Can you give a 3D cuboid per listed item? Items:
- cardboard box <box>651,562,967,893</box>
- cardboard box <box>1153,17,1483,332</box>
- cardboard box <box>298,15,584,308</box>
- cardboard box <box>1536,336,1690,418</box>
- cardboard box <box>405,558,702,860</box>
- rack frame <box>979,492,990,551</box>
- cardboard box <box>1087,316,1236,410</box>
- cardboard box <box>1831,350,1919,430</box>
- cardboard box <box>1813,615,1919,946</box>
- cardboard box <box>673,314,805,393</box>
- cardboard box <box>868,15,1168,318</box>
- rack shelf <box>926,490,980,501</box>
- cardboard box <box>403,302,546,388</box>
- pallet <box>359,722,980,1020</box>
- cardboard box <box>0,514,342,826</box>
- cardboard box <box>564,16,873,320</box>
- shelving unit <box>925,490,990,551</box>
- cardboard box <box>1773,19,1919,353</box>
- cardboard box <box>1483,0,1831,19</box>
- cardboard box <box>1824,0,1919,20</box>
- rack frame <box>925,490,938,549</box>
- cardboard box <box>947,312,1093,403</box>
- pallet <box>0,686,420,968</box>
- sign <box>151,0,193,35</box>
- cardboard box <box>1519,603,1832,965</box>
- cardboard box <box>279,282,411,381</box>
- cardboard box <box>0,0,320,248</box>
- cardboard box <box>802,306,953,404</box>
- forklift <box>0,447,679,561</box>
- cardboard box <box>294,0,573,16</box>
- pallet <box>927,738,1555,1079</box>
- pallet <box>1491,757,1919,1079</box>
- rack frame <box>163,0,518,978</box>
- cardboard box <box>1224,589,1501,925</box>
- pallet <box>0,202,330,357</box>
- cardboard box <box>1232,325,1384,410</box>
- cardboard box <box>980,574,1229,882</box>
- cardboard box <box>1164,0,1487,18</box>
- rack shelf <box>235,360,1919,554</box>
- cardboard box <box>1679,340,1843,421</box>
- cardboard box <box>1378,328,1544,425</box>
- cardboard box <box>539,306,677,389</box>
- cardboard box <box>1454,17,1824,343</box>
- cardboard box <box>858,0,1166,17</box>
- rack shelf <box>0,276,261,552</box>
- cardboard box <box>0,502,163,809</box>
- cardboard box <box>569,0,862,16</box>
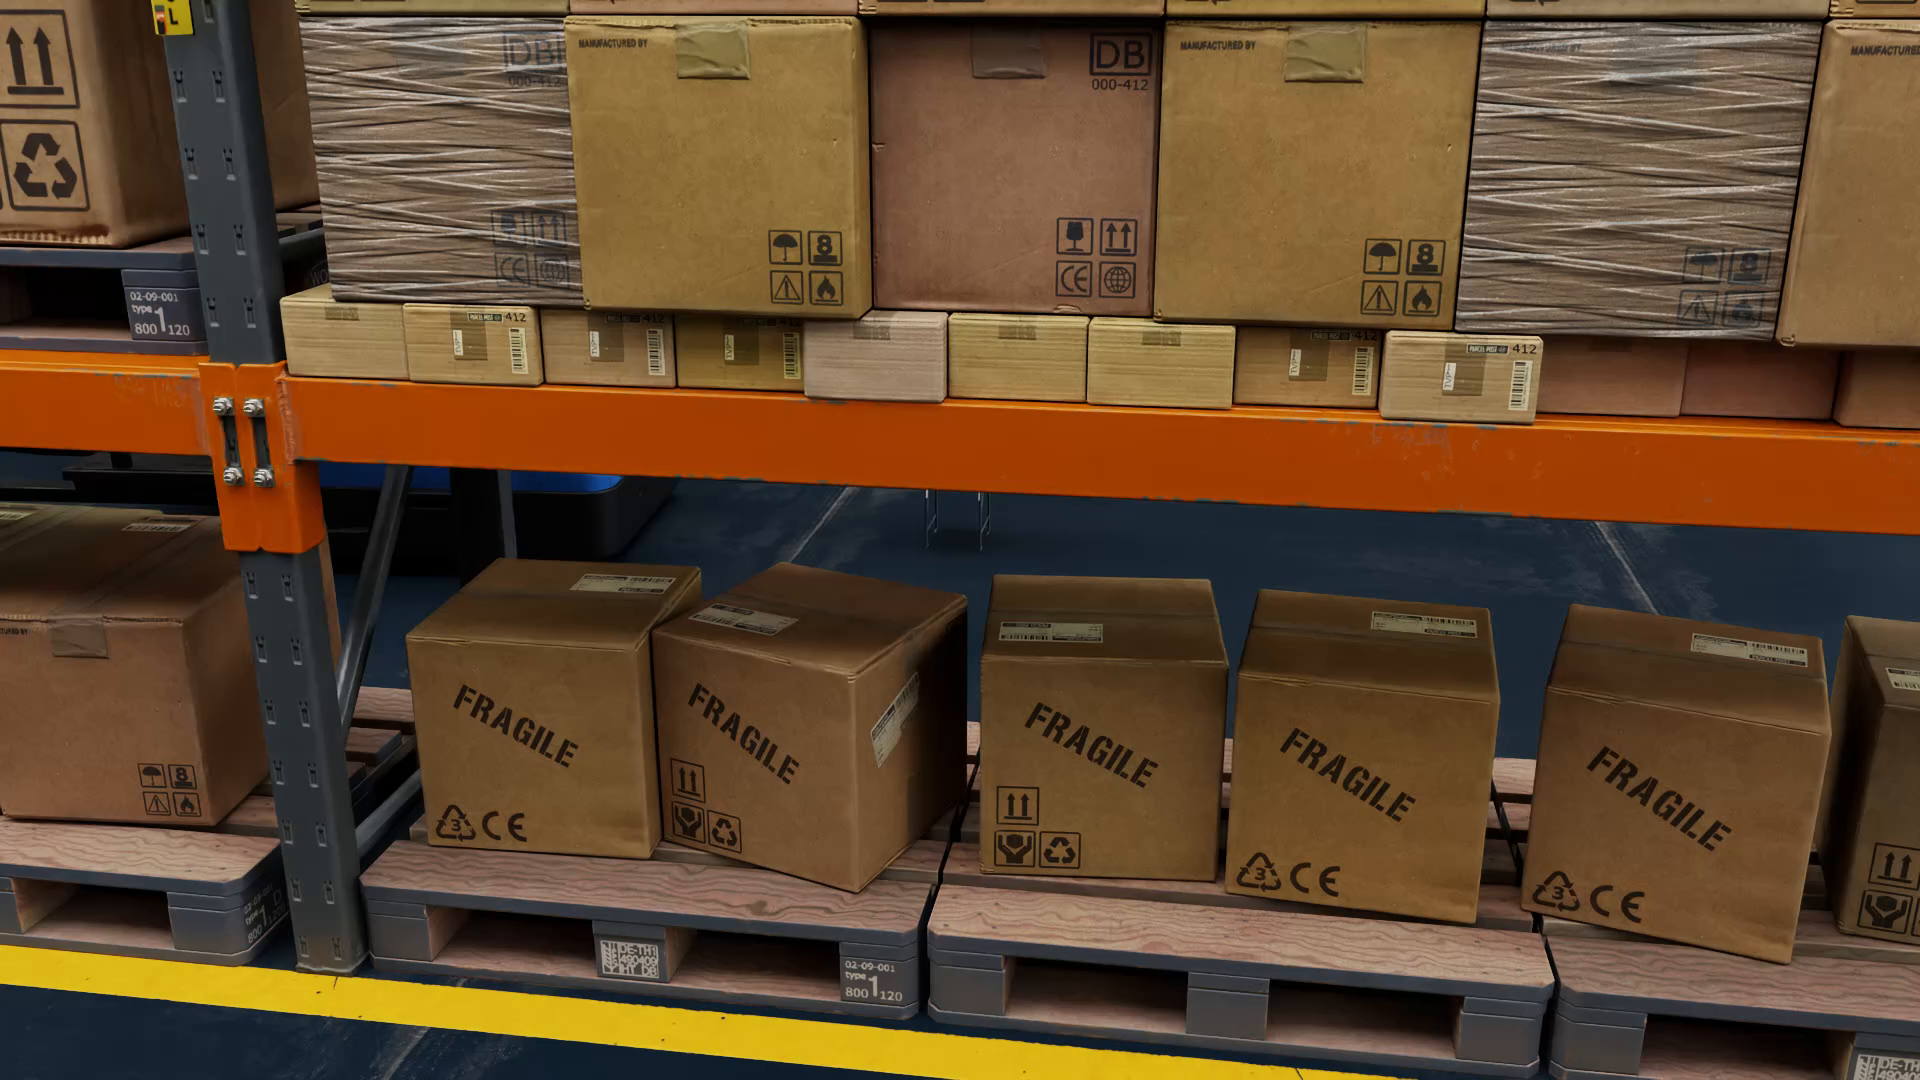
[{"bbox_3d":[-0.318,0.392,3.682,0.500,0.500,0.500,9,21,26],"label":"cardboard box"},{"bbox_3d":[0.646,-0.732,3.137,0.500,0.500,0.875,3,19,9],"label":"cardboard box"},{"bbox_3d":[-0.839,-0.800,3.340,0.500,0.500,0.875,3,19,9],"label":"cardboard box"},{"bbox_3d":[1.125,-0.340,2.989,0.250,0.149,0.380,3,19,9],"label":"cardboard box"},{"bbox_3d":[-0.884,0.366,3.761,0.500,0.500,0.500,2,19,7],"label":"cardboard box"},{"bbox_3d":[0.092,-0.422,6.146,0.006,0.900,0.240,3,19,9],"label":"rack frame"},{"bbox_3d":[0.375,-0.358,3.041,0.250,0.149,0.380,3,19,9],"label":"cardboard box"},{"bbox_3d":[1.616,-0.309,2.896,0.250,0.149,0.380,3,19,9],"label":"cardboard box"},{"bbox_3d":[2.062,0.498,3.366,0.500,0.500,0.500,7,20,19],"label":"cardboard box"},{"bbox_3d":[-0.364,-0.399,3.164,0.250,0.149,0.380,3,19,9],"label":"cardboard box"},{"bbox_3d":[0.159,-0.770,3.251,0.500,0.500,0.875,3,19,9],"label":"cardboard box"},{"bbox_3d":[-0.008,-0.225,6.229,0.200,0.077,0.258,3,19,9],"label":"rack shelf"},{"bbox_3d":[-0.864,-0.412,3.204,0.250,0.149,0.380,3,19,9],"label":"cardboard box"},{"bbox_3d":[-0.604,0.692,3.903,1.213,0.211,1.003,3,19,9],"label":"pallet"},{"bbox_3d":[-1.876,0.286,3.968,0.500,0.500,0.700,1,19,4],"label":"cardboard box"},{"bbox_3d":[-0.351,-0.764,3.231,0.500,0.500,0.875,3,19,9],"label":"cardboard box"},{"bbox_3d":[-0.008,-0.427,6.162,0.210,0.900,0.258,3,19,9],"label":"shelving unit"},{"bbox_3d":[1.625,-0.664,2.935,0.500,0.500,0.875,3,19,9],"label":"cardboard box"},{"bbox_3d":[1.106,-1.114,2.704,0.500,0.500,0.500,3,19,9],"label":"cardboard box"},{"bbox_3d":[1.599,-1.088,2.626,0.500,0.500,0.500,3,19,9],"label":"cardboard box"},{"bbox_3d":[-0.108,-0.432,6.177,0.006,0.900,0.240,3,19,9],"label":"rack frame"},{"bbox_3d":[0.130,-0.374,3.089,0.250,0.149,0.380,3,19,9],"label":"cardboard box"},{"bbox_3d":[-2.042,0.630,4.086,1.213,0.211,1.003,3,19,9],"label":"pallet"},{"bbox_3d":[-1.358,-1.028,2.824,0.005,0.325,0.100,3,19,9],"label":"sign"},{"bbox_3d":[1.467,0.478,3.424,0.500,0.500,0.500,8,20,23],"label":"cardboard box"},{"bbox_3d":[-1.109,-0.429,3.254,0.250,0.149,0.380,3,19,9],"label":"cardboard box"},{"bbox_3d":[-2.035,-1.221,3.617,1.000,1.000,1.000,3,19,9],"label":"cardboard box"},{"bbox_3d":[-0.124,-0.373,3.088,0.250,0.149,0.380,3,19,9],"label":"cardboard box"},{"bbox_3d":[-2.688,-1.457,6.037,3.031,2.935,1.130,1,19,4],"label":"forklift"},{"bbox_3d":[-0.869,-1.214,3.001,0.500,0.500,0.500,3,19,9],"label":"cardboard box"},{"bbox_3d":[0.604,0.752,3.722,1.213,0.211,1.003,3,19,9],"label":"pallet"},{"bbox_3d":[1.805,0.815,3.536,1.213,0.211,1.003,3,19,9],"label":"pallet"},{"bbox_3d":[-1.273,-0.653,3.528,0.127,3.000,1.000,3,19,9],"label":"rack frame"},{"bbox_3d":[0.852,0.441,3.536,0.500,0.500,0.500,5,19,14],"label":"cardboard box"},{"bbox_3d":[-2.005,-0.646,3.810,1.213,0.211,1.003,3,19,9],"label":"pallet"},{"bbox_3d":[0.629,-0.359,3.046,0.250,0.149,0.380,3,19,9],"label":"cardboard box"},{"bbox_3d":[0.308,0.399,3.662,0.500,0.500,0.500,1,19,4],"label":"cardboard box"},{"bbox_3d":[0.614,-1.142,2.786,0.500,0.500,0.500,3,19,9],"label":"cardboard box"},{"bbox_3d":[0.702,-0.211,3.342,4.000,0.370,1.077,3,19,9],"label":"rack shelf"},{"bbox_3d":[1.376,-0.335,2.972,0.250,0.149,0.380,3,19,9],"label":"cardboard box"},{"bbox_3d":[0.864,-0.325,2.943,0.250,0.149,0.380,3,19,9],"label":"cardboard box"},{"bbox_3d":[-0.613,-0.409,3.193,0.250,0.149,0.380,3,19,9],"label":"cardboard box"},{"bbox_3d":[1.138,-0.703,3.050,0.500,0.500,0.875,3,19,9],"label":"cardboard box"},{"bbox_3d":[0.118,-1.164,2.851,0.500,0.500,0.500,3,19,9],"label":"cardboard box"},{"bbox_3d":[-3.248,-0.413,3.943,4.000,0.370,1.077,3,19,9],"label":"rack shelf"},{"bbox_3d":[-2.344,0.256,4.057,0.500,0.500,0.700,3,19,8],"label":"cardboard box"},{"bbox_3d":[-0.375,-1.189,2.927,0.500,0.500,0.500,3,19,9],"label":"cardboard box"}]
